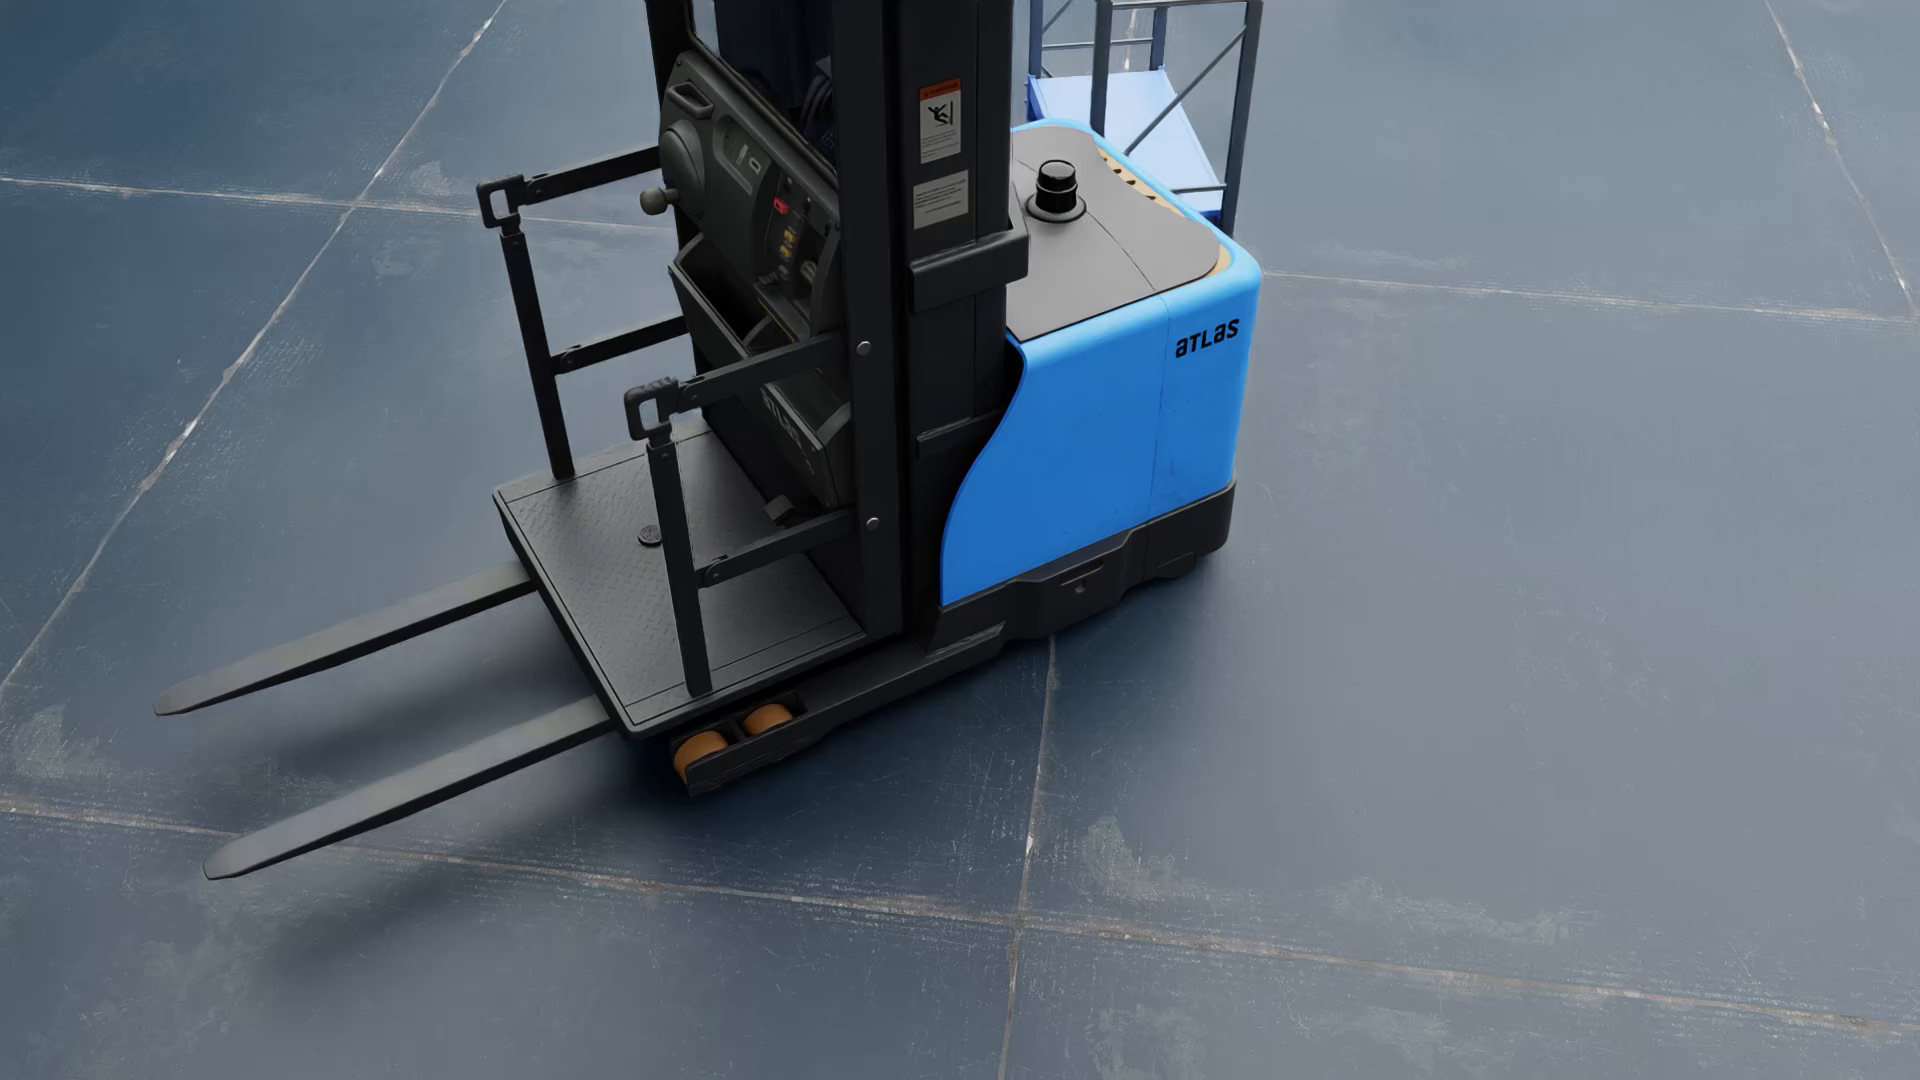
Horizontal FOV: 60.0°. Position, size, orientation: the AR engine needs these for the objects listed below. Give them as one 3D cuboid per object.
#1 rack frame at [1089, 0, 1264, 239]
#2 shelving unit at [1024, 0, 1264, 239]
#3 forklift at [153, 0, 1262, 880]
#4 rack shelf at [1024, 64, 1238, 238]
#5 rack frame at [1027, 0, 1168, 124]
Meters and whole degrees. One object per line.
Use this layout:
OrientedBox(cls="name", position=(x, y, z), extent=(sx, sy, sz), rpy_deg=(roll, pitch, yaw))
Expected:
OrientedBox(cls="rack frame", position=(0.649, -1.113, 5.335), extent=(0.500, 1.500, 0.032), rpy_deg=(-6, 44, -6))
OrientedBox(cls="shelving unit", position=(0.574, -1.459, 5.700), extent=(0.538, 1.500, 1.048), rpy_deg=(-6, 44, -6))
OrientedBox(cls="forklift", position=(-0.697, -0.799, 3.962), extent=(3.031, 2.935, 1.130), rpy_deg=(-22, 48, -22))
OrientedBox(cls="rack shelf", position=(0.574, -1.328, 5.824), extent=(0.538, 0.185, 1.000), rpy_deg=(-6, 44, -6))
OrientedBox(cls="rack frame", position=(0.500, -1.805, 6.065), extent=(0.500, 1.500, 0.032), rpy_deg=(-6, 44, -6))
